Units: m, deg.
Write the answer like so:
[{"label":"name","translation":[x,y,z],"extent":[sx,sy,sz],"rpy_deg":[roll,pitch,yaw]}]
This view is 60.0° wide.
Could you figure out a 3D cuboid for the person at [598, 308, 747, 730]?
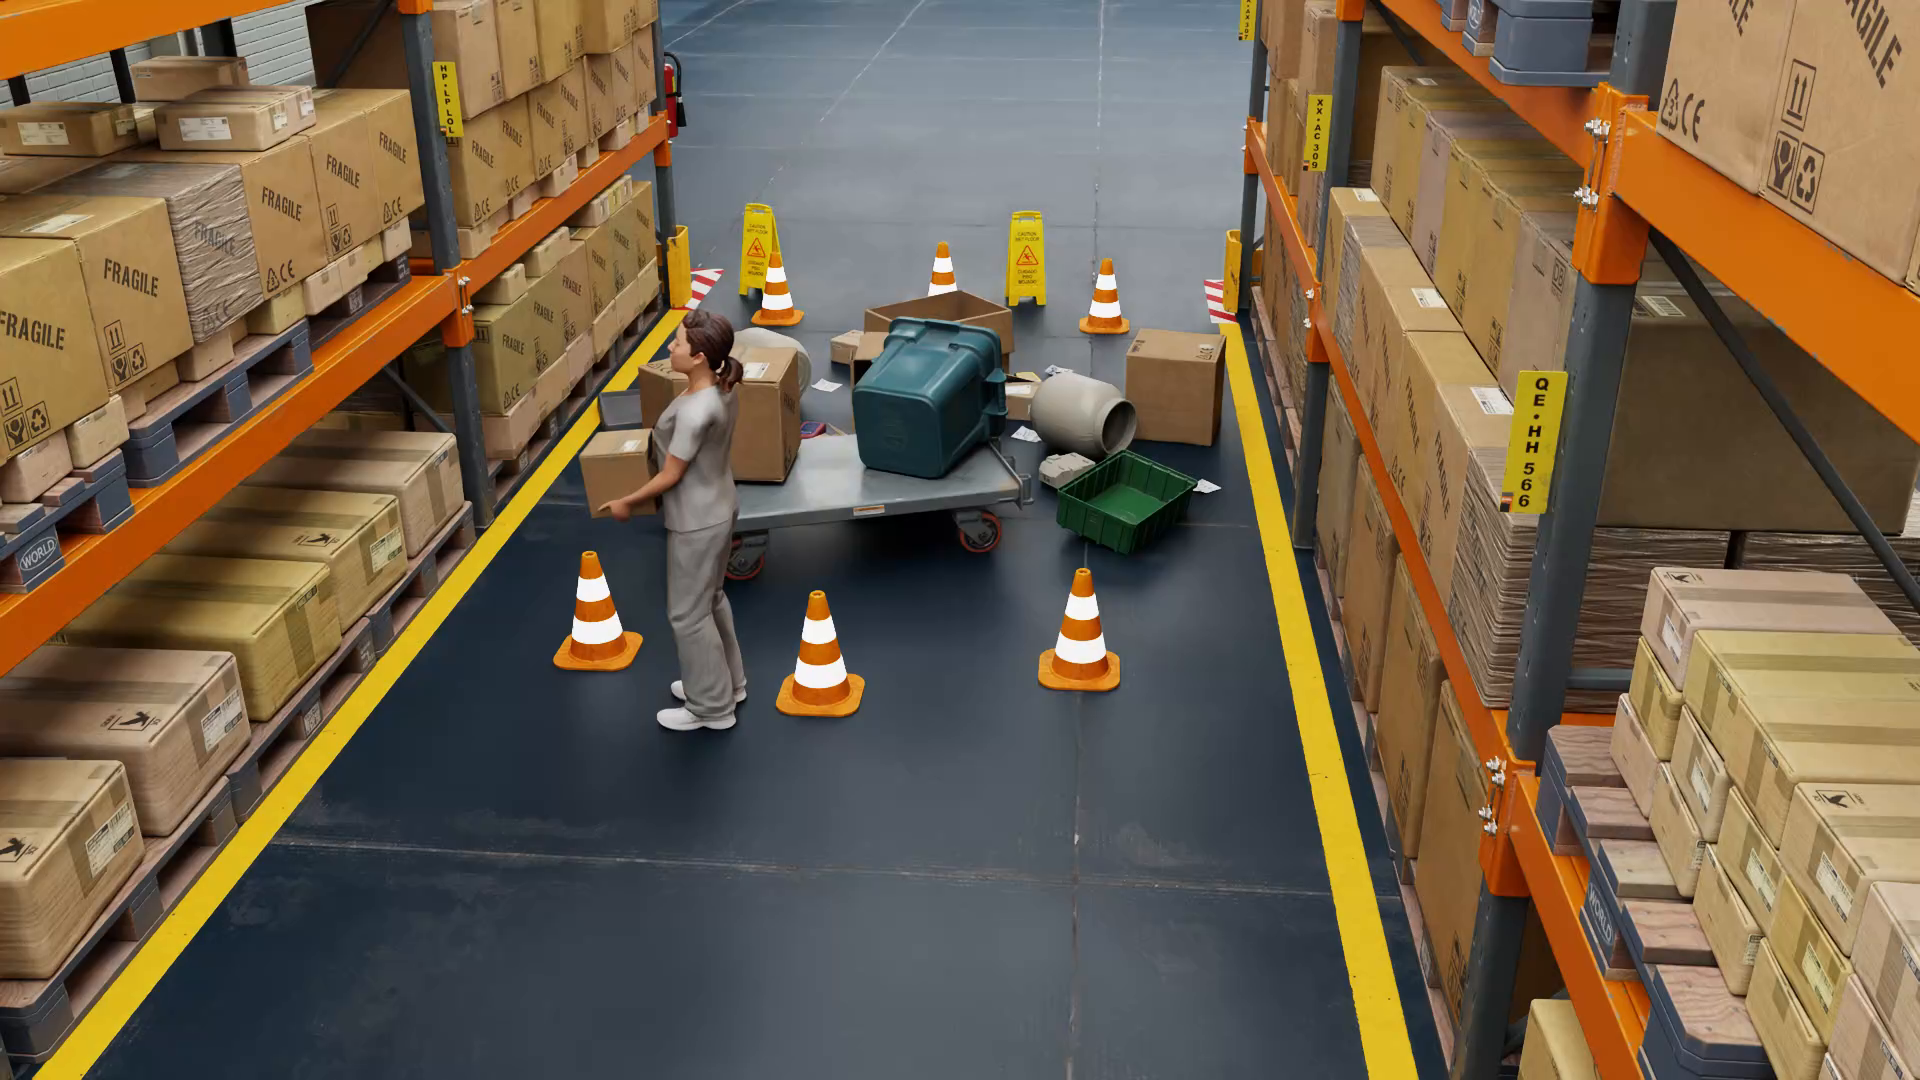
[{"label":"person","translation":[-1.055,-0.066,6.274],"extent":[0.547,1.654,0.439],"rpy_deg":[2,25,4]}]
